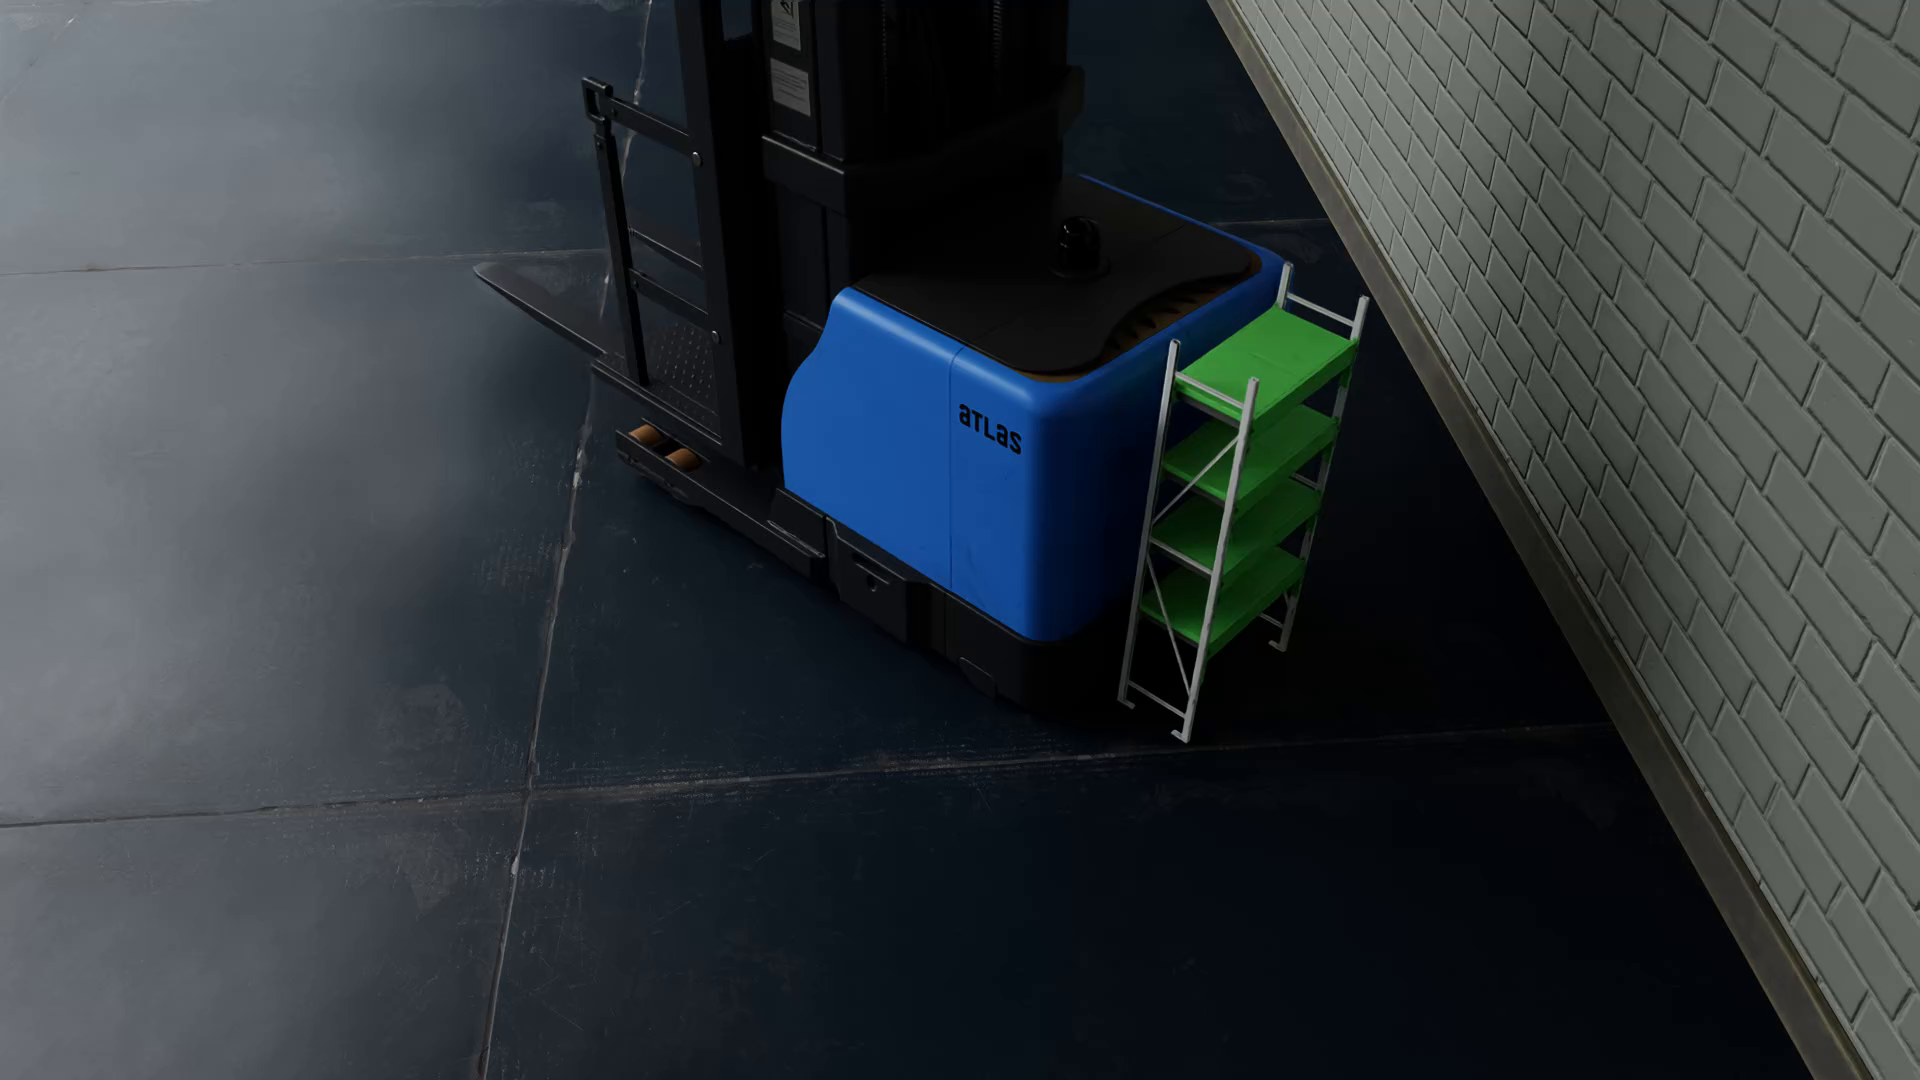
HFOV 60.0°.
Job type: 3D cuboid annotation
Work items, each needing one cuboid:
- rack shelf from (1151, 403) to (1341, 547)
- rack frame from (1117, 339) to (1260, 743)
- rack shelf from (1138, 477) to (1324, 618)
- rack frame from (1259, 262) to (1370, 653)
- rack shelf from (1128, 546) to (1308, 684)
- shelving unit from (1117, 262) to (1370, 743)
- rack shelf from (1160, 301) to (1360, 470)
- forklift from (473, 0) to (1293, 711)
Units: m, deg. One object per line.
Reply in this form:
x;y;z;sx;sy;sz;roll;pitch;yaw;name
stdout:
0.728;-0.206;4.247;0.258;0.148;0.480;31;48;29;rack shelf
0.560;0.042;4.216;0.240;1.200;0.015;31;48;29;rack frame
0.718;-0.023;4.402;0.258;0.148;0.480;31;48;29;rack shelf
0.881;-0.186;4.505;0.240;1.200;0.015;31;48;29;rack frame
0.708;0.159;4.558;0.258;0.148;0.480;31;48;29;rack shelf
0.721;-0.072;4.361;0.258;1.200;0.503;31;48;29;shelving unit
0.739;-0.388;4.091;0.258;0.148;0.480;31;48;29;rack shelf
-0.491;-1.485;4.765;3.031;2.935;1.130;31;48;33;forklift
